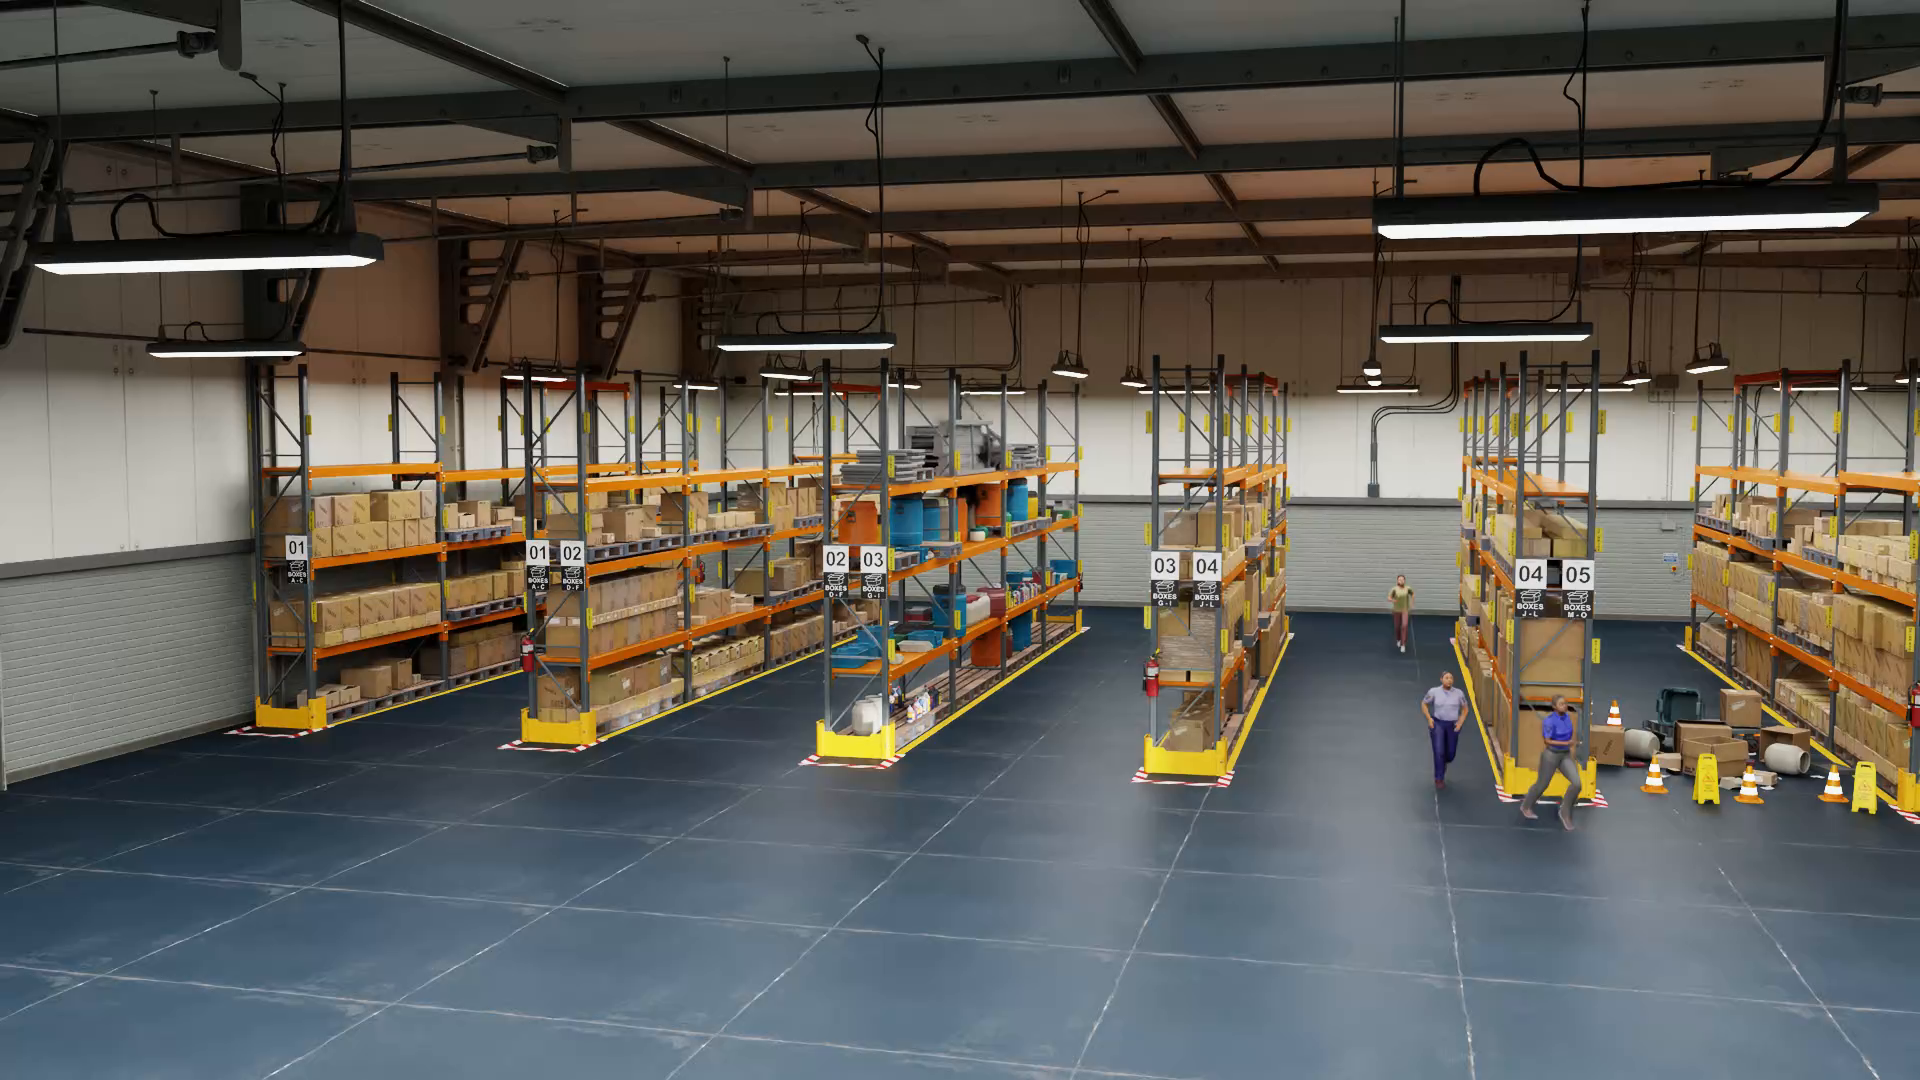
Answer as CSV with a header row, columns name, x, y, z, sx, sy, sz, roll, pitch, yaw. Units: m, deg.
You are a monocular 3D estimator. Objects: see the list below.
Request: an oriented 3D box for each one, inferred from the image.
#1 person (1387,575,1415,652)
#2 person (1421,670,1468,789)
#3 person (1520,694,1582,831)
name,x,y,z,sx,sy,sz,roll,pitch,yaw
person,9.771,1.599,36.873,0.587,1.669,0.976,1,4,15
person,6.765,2.624,23.231,0.640,1.635,0.704,0,4,6
person,7.434,2.755,20.737,0.586,1.693,0.878,-2,4,-24
